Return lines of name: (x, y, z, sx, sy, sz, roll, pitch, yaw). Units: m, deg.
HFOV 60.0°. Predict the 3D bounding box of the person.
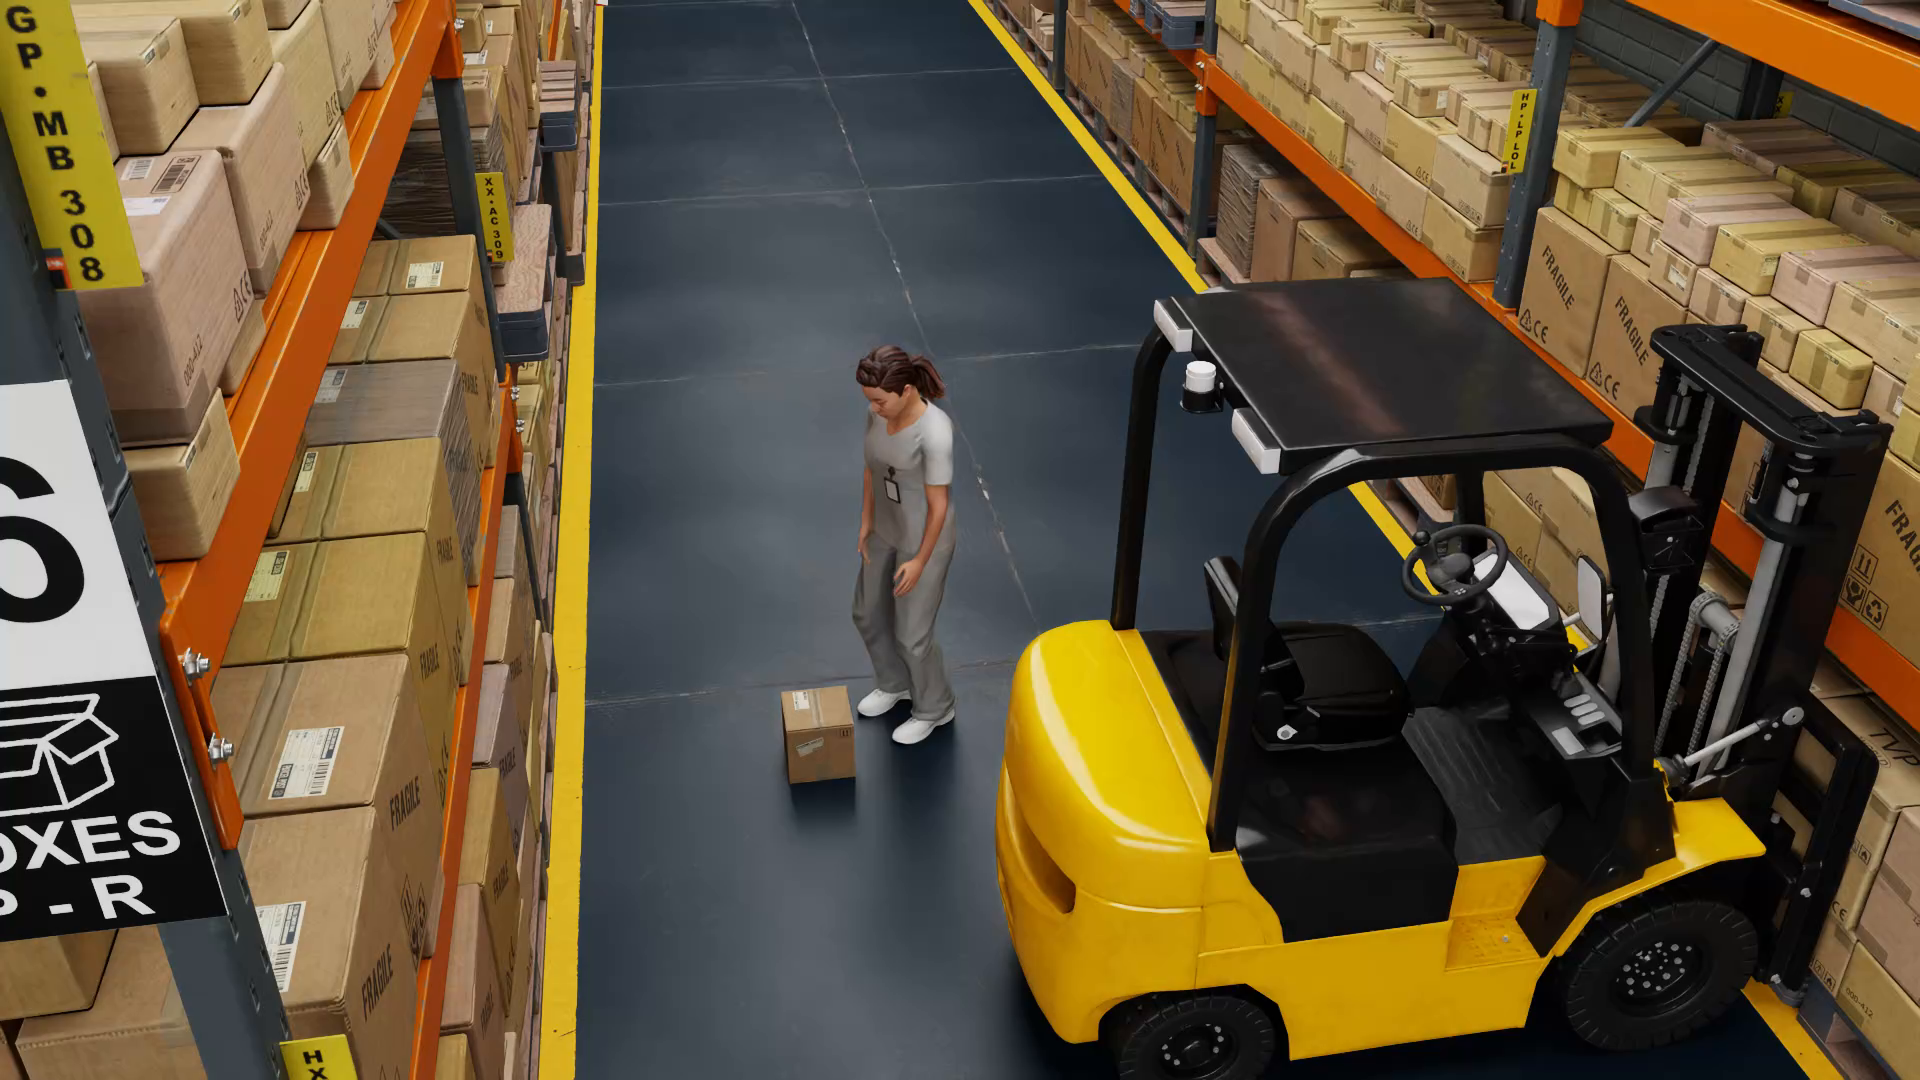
person: (-0.196, 0.012, 6.159, 0.370, 1.637, 0.458, -22, 37, -32)
